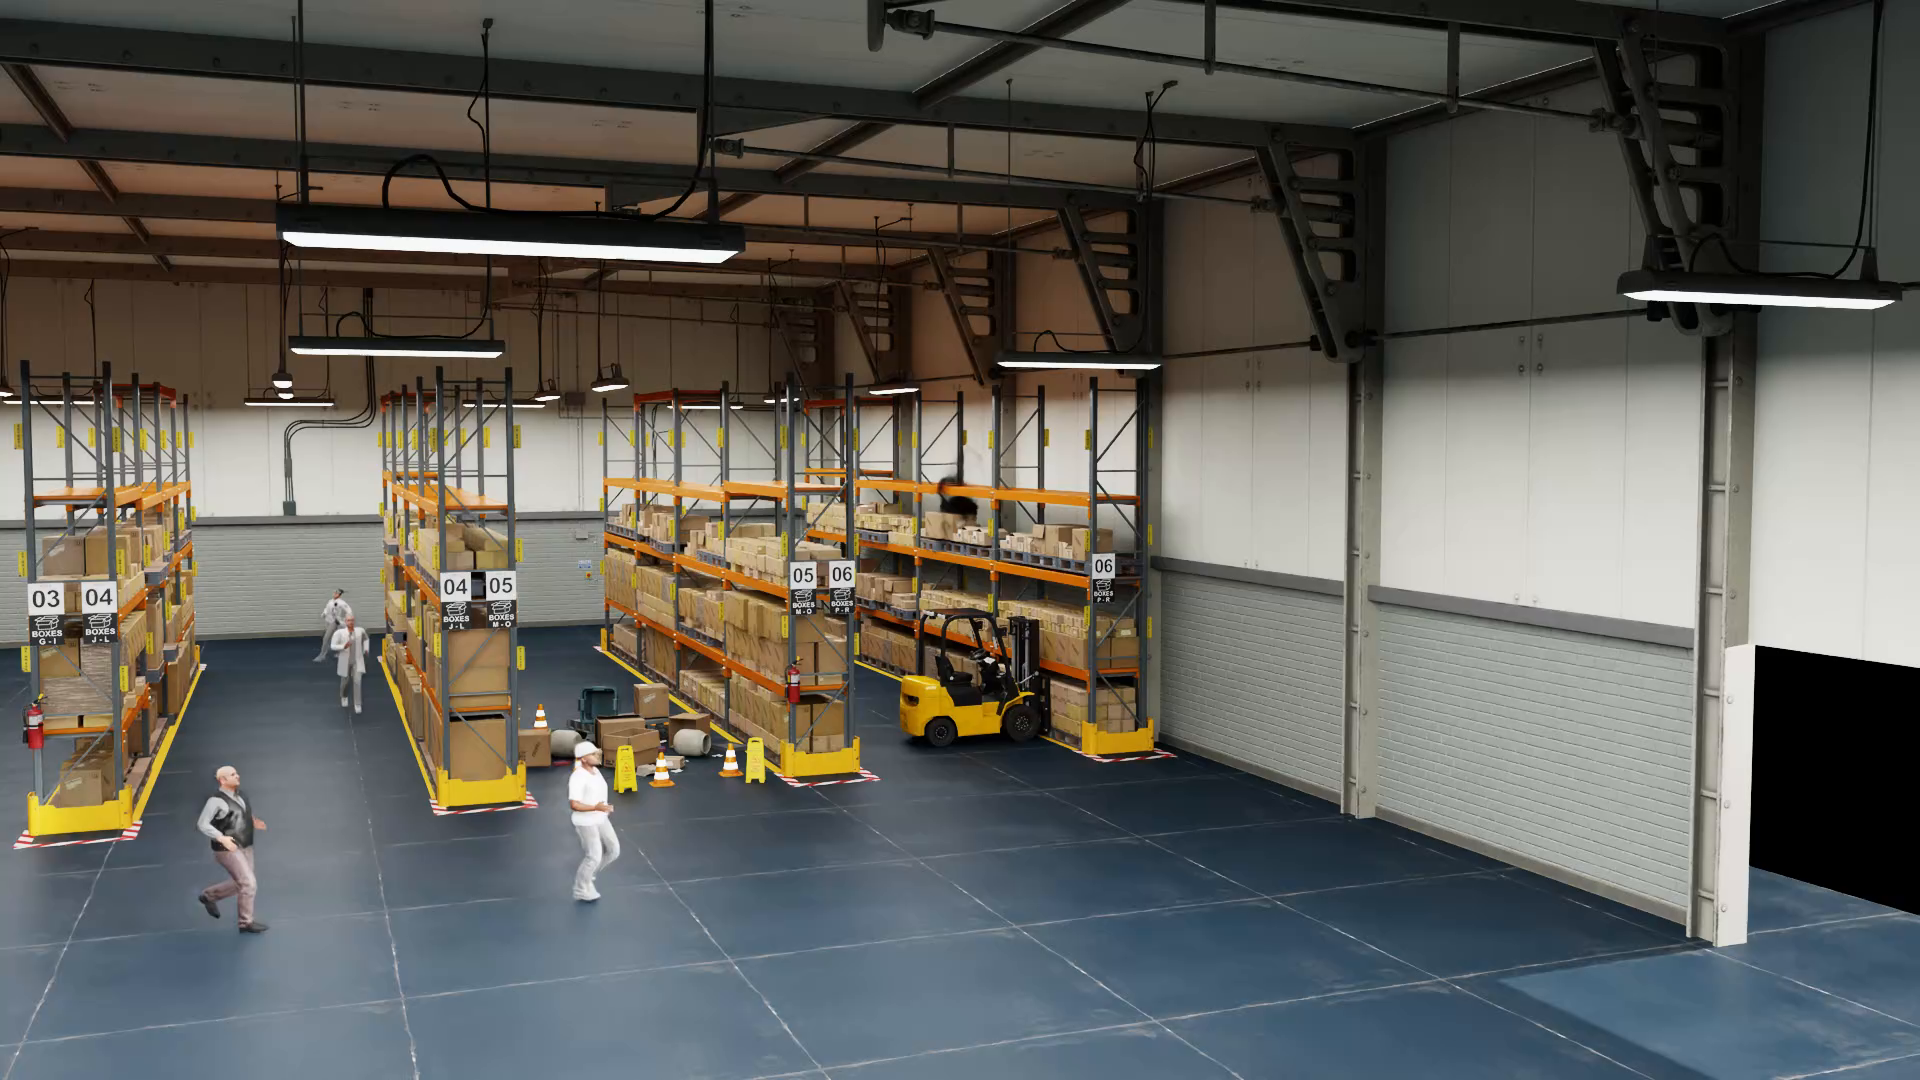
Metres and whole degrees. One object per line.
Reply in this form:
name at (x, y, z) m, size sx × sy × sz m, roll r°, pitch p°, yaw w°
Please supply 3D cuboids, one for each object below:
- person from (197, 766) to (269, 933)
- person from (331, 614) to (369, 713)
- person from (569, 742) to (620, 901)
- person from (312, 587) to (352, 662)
person at (-7.426, 3.141, 16.911) m, size 0.803 × 1.689 × 0.668 m, roll 0°, pitch 3°, yaw 7°
person at (-11.200, 2.246, 30.584) m, size 0.704 × 1.760 × 1.067 m, roll -2°, pitch 4°, yaw -27°
person at (-3.950, 3.040, 18.014) m, size 0.597 × 1.721 × 0.674 m, roll 1°, pitch 4°, yaw 14°
person at (-14.193, 1.897, 37.607) m, size 0.661 × 1.666 × 0.867 m, roll 3°, pitch 4°, yaw 38°
